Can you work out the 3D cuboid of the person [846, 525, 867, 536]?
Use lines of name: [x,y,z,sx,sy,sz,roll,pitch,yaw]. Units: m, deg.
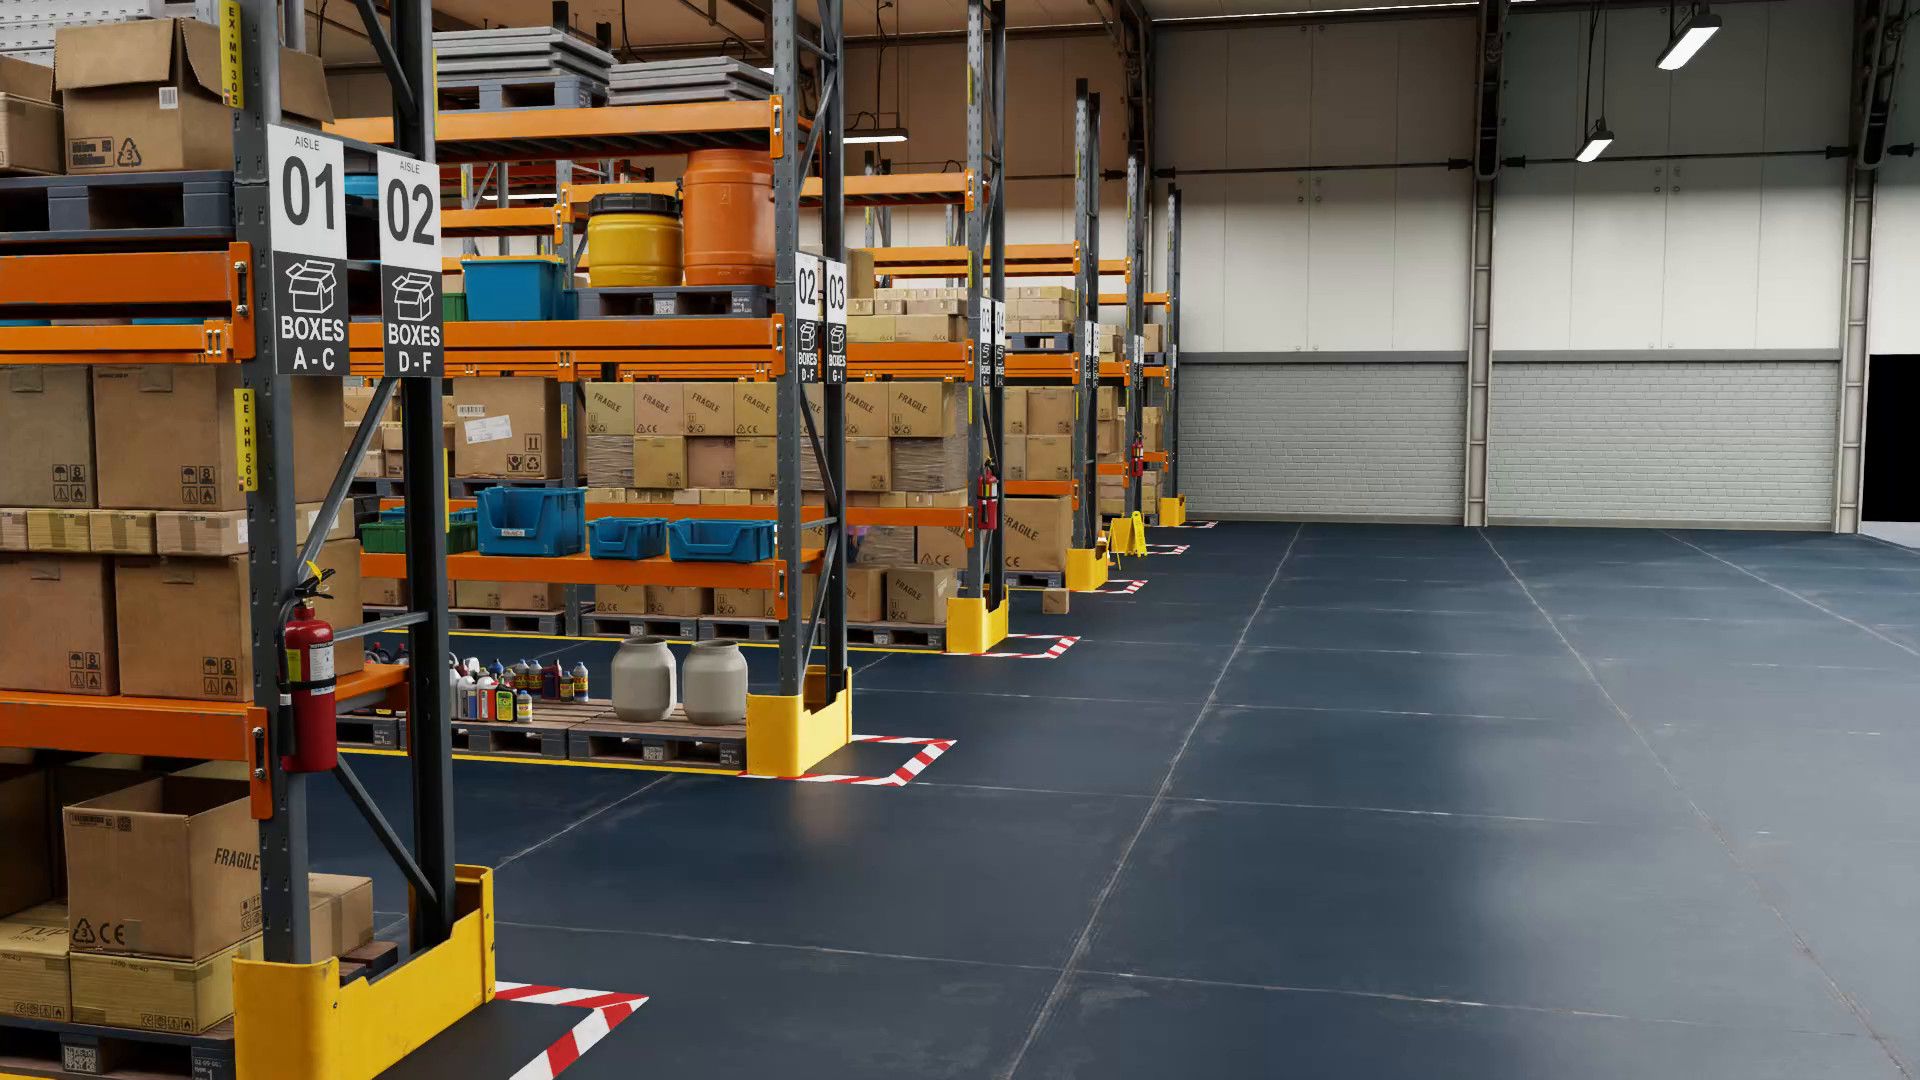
person: [-1.123,0.059,17.993,0.460,1.356,0.349,0,5,4]
